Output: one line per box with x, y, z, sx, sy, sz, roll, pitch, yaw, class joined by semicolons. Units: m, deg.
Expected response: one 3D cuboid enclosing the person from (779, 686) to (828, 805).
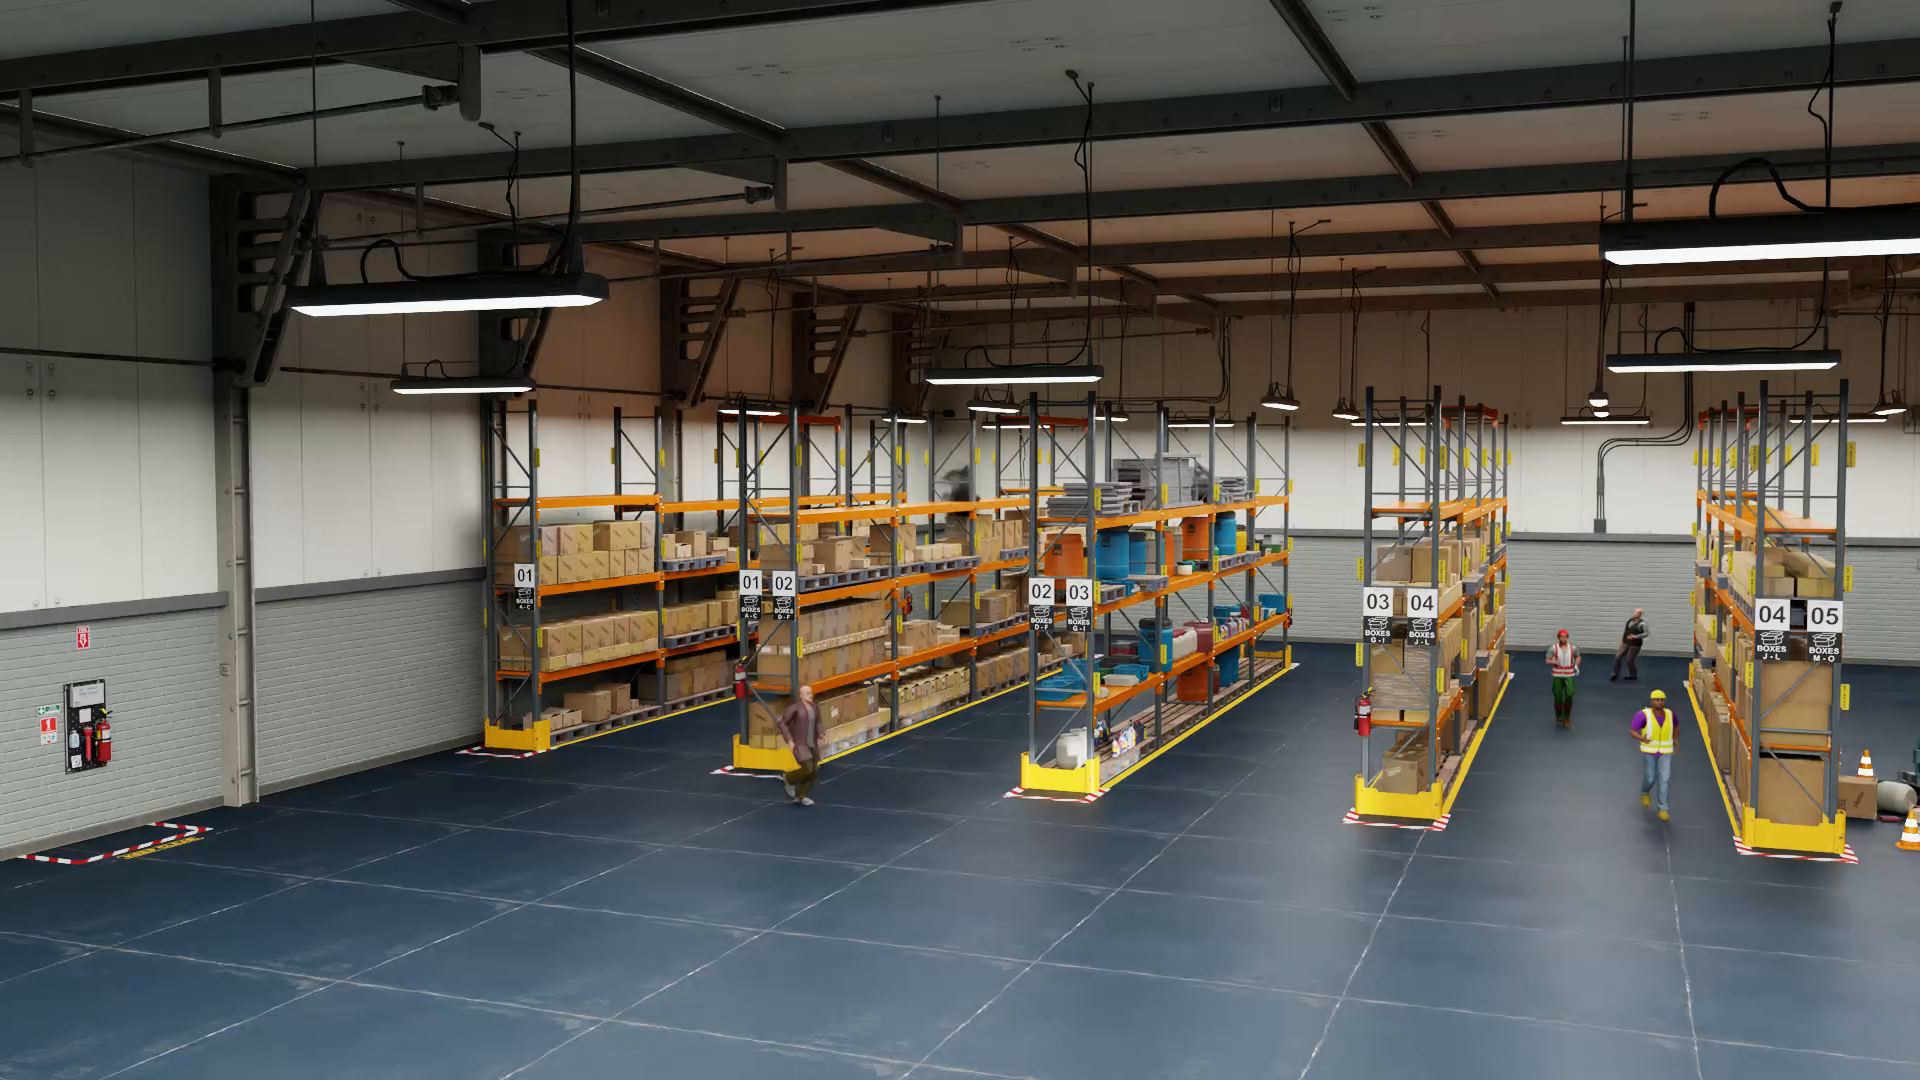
-2.236;2.959;23.979;0.669;1.727;0.699;3;4;44;person

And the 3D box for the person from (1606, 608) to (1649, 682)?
14.936;2.356;37.015;0.700;1.706;0.787;-1;3;-26;person

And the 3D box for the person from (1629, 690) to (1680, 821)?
9.690;2.954;23.155;0.695;1.745;1.016;1;3;11;person

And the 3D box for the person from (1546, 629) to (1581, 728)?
11.239;2.583;30.978;0.630;1.832;0.709;1;3;17;person
